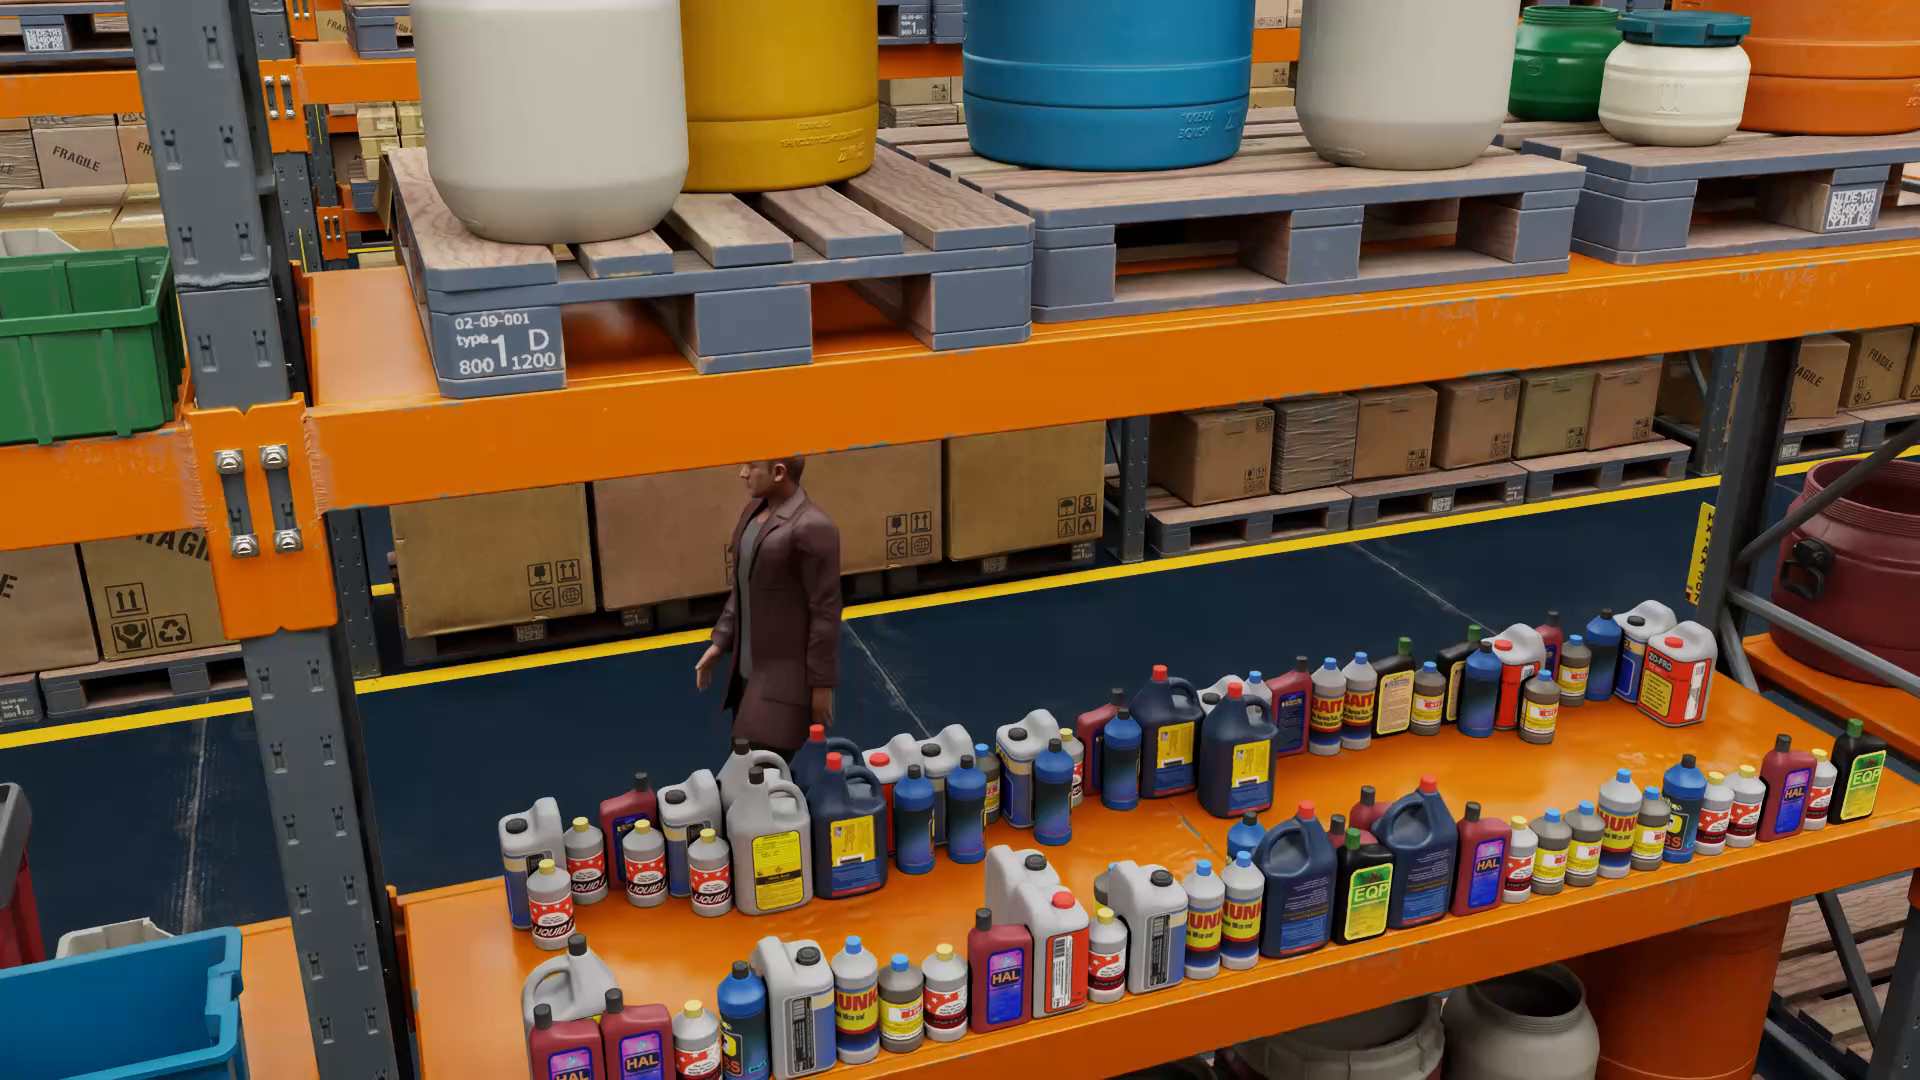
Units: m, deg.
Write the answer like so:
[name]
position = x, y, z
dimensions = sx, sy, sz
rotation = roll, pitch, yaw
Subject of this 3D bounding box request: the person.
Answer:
[person]
position = -0.747, 0.485, 5.900
dimensions = 0.656, 1.773, 0.636
rotation = -13, 26, -29
